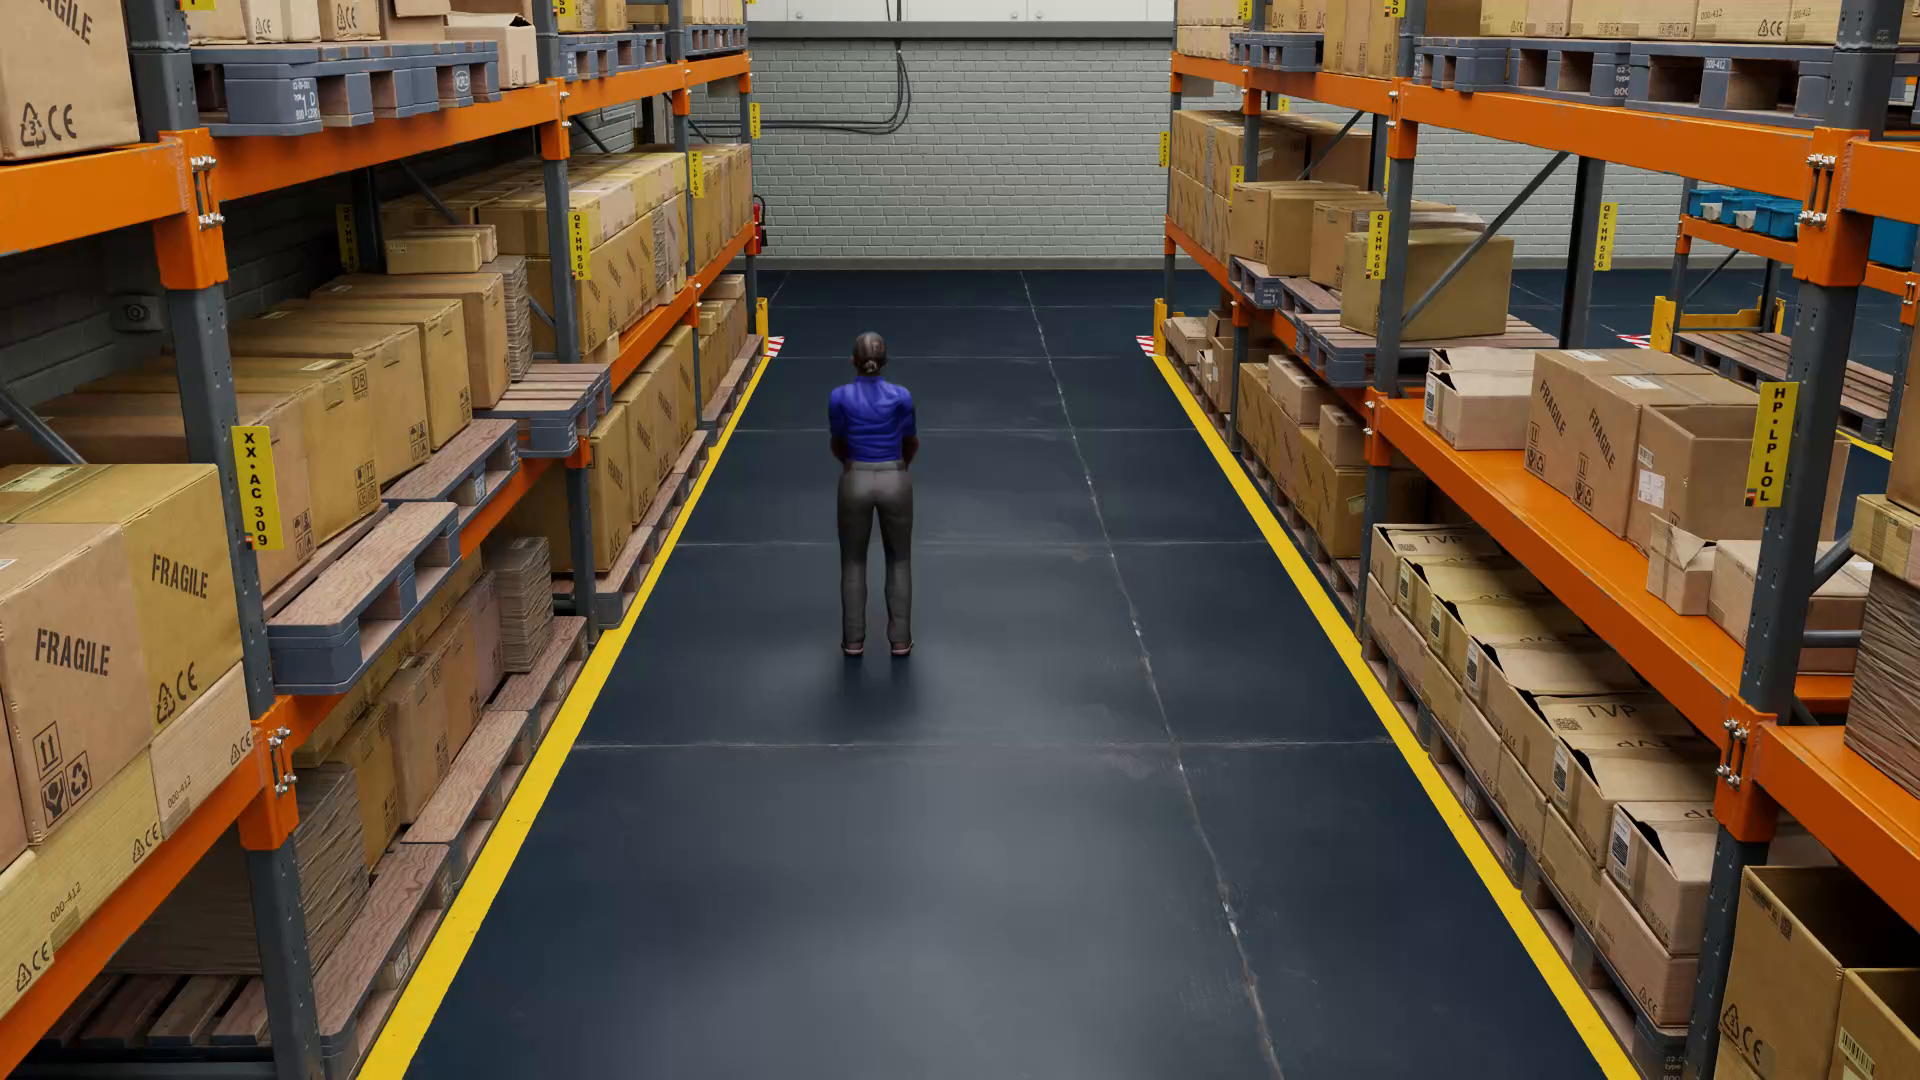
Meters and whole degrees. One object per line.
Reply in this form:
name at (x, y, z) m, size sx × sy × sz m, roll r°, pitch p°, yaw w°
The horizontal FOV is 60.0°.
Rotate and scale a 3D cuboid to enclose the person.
person at (-0.427, -0.252, 8.382) m, size 0.445 × 1.656 × 0.502 m, roll 0°, pitch 17°, yaw -1°
